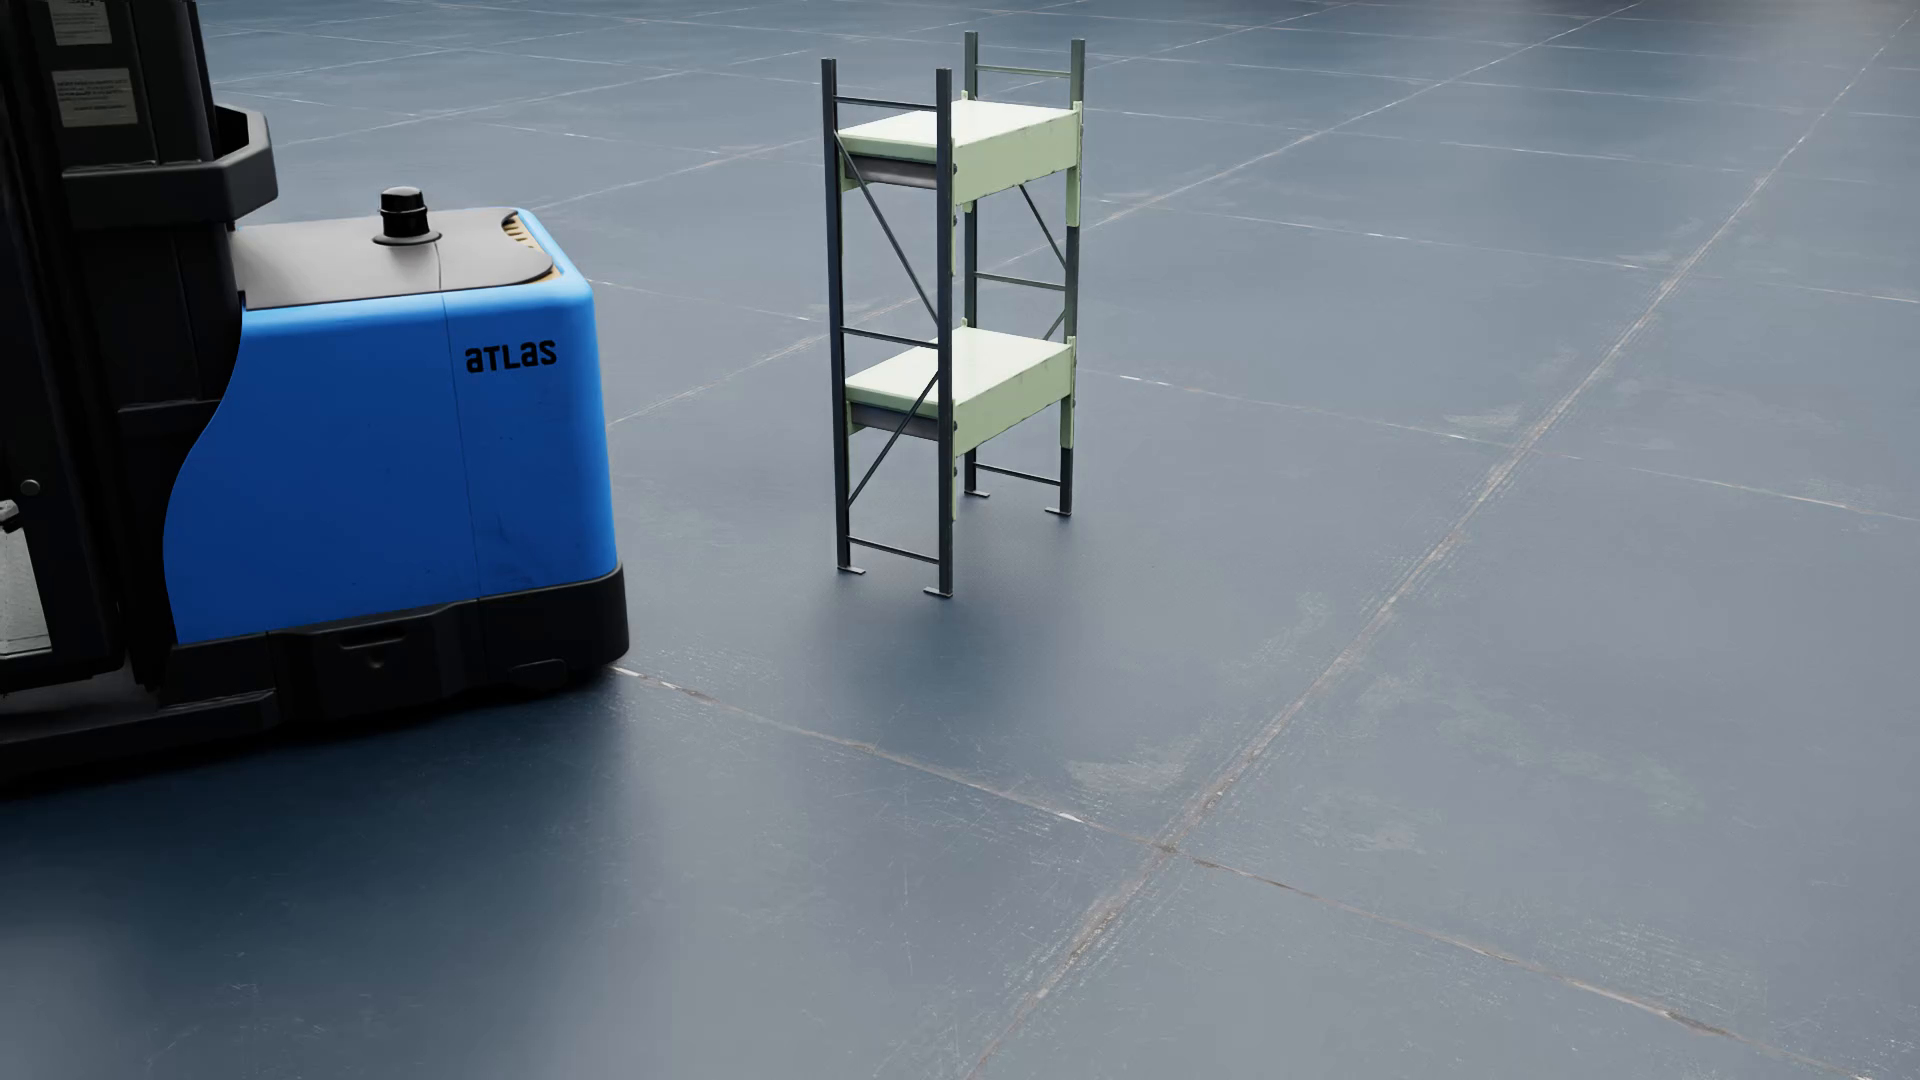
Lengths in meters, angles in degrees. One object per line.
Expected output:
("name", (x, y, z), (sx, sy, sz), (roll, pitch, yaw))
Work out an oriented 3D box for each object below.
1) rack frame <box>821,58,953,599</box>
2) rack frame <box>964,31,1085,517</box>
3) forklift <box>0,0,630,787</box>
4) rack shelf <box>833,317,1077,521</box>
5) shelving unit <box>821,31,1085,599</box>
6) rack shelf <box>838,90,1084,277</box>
("rack frame", (-0.197, -0.562, 4.661), (0.400, 1.500, 0.023), (14, 27, 29))
("rack frame", (0.190, -0.810, 5.232), (0.400, 1.500, 0.023), (14, 27, 29))
("forklift", (-2.444, -0.933, 3.715), (3.031, 2.935, 1.130), (-9, 25, -20))
("rack shelf", (-0.004, -0.387, 5.076), (0.431, 0.370, 0.720), (14, 27, 29))
("shelving unit", (-0.004, -0.686, 4.947), (0.431, 1.500, 0.755), (14, 27, 29))
("rack shelf", (-0.003, -1.044, 4.792), (0.431, 0.370, 0.720), (14, 27, 29))
